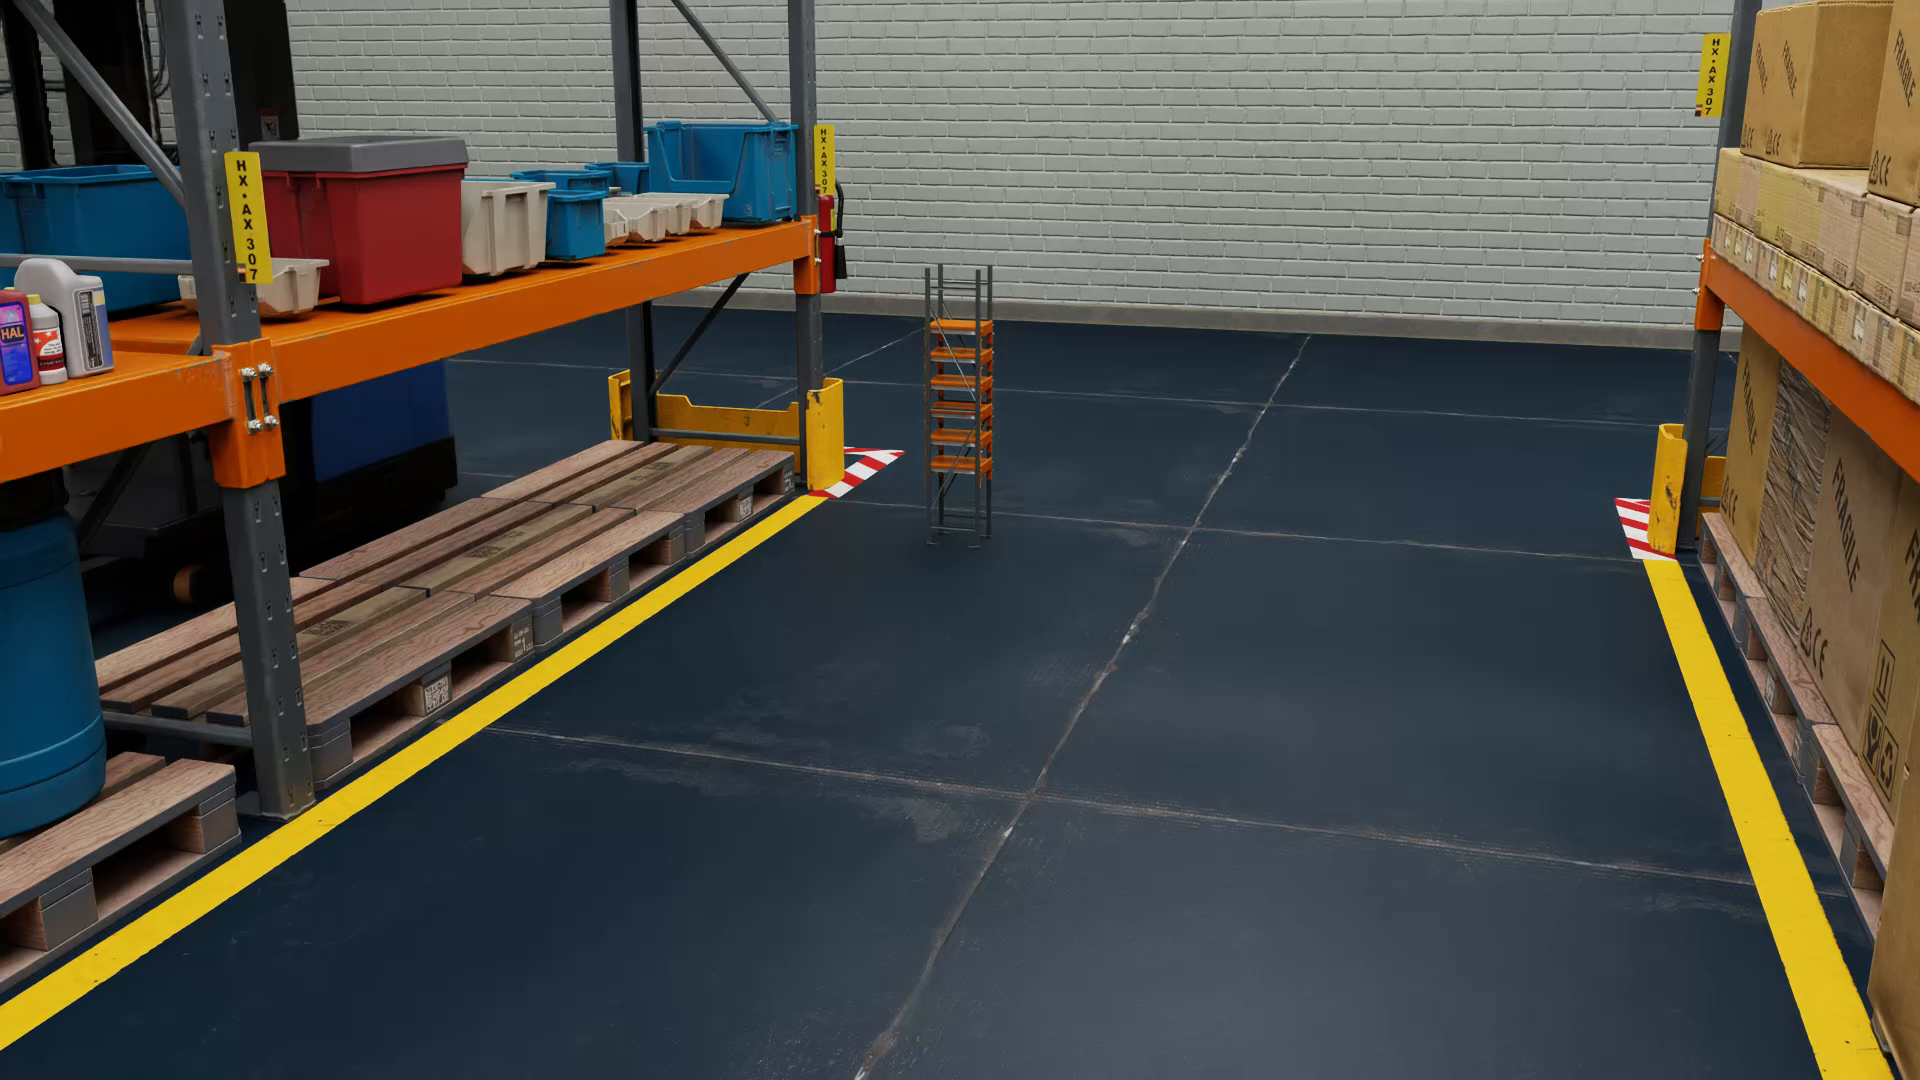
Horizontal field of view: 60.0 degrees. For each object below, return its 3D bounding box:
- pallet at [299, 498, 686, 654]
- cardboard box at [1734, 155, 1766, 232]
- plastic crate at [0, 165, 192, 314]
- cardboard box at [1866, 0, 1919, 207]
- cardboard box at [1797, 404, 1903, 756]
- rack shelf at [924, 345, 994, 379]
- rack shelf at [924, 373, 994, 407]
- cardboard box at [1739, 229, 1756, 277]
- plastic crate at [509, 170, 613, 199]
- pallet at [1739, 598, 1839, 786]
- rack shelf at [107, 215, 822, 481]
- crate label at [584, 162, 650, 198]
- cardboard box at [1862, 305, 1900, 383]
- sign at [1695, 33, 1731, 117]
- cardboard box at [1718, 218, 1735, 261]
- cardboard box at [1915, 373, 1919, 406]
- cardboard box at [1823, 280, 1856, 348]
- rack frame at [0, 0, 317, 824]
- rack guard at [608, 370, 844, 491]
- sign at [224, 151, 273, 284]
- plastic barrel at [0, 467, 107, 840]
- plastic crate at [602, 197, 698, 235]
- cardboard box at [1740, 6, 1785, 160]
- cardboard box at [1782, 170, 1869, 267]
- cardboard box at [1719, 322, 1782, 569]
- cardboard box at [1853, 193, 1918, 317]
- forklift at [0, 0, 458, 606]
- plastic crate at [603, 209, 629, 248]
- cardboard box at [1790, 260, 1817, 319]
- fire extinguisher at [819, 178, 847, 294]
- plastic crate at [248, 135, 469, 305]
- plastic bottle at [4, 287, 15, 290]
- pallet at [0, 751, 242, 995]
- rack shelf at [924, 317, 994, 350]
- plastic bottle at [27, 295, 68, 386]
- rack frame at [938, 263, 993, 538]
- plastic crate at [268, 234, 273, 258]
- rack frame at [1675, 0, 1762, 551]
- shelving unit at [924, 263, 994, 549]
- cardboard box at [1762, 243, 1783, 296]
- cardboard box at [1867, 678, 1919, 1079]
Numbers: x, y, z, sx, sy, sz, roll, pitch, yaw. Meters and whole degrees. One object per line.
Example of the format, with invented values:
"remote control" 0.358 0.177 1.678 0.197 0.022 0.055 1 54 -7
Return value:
"pallet" -1.794 0.109 6.559 1.003 0.211 1.213 5 16 16
"cardboard box" 3.038 -1.209 5.826 0.500 0.250 0.500 4 16 15
"plastic crate" -2.505 -0.887 4.879 0.392 0.384 0.575 5 16 16
"cardboard box" 2.458 -1.037 3.843 0.500 0.500 0.500 5 17 16
"cardboard box" 2.958 0.085 4.657 0.875 0.875 0.875 5 16 16
"rack shelf" -0.004 -0.762 7.099 0.258 0.103 0.180 5 16 16
"rack shelf" -0.004 -0.646 7.132 0.258 0.103 0.180 5 16 16
"cardboard box" 2.940 -0.989 5.779 0.380 0.149 0.250 4 16 15
"plastic crate" -1.747 -1.501 7.320 0.416 0.233 0.300 5 16 16
"pallet" 3.074 0.495 5.196 1.003 0.211 1.213 5 16 16
"rack shelf" -1.743 -0.894 6.304 1.077 0.370 4.000 5 16 16
"crate label" -1.560 -1.673 7.928 0.416 0.233 0.303 5 16 16
"cardboard box" 2.356 -0.452 3.886 0.380 0.149 0.250 4 16 15
"sign" 3.044 -1.879 6.725 0.100 0.325 0.005 5 16 16
"cardboard box" 3.086 -1.124 6.256 0.380 0.149 0.250 4 16 15
"cardboard box" 2.210 -0.317 3.412 0.380 0.149 0.250 5 17 16
"cardboard box" 2.502 -0.587 4.361 0.380 0.149 0.250 5 17 17
"rack frame" -2.311 -0.717 4.361 1.000 3.000 0.127 5 16 16
"rack guard" -1.180 -0.568 8.417 1.175 0.500 0.348 5 16 16
"sign" -1.784 -0.807 4.171 0.100 0.325 0.005 5 16 16
"plastic barrel" -2.482 0.231 4.093 0.600 0.901 0.708 5 16 16
"plastic crate" -1.329 -1.364 7.013 0.396 0.136 0.243 5 16 16
"cardboard box" 3.037 -1.576 5.744 0.500 0.500 0.500 4 16 15
"cardboard box" 2.748 -0.941 4.881 0.500 0.250 0.500 4 16 15
"cardboard box" 3.469 -0.386 6.317 0.875 0.875 0.875 5 16 16
"cardboard box" 2.456 -0.676 3.944 0.500 0.250 0.500 5 17 18
"forklift" -3.344 -1.274 6.449 1.130 2.935 3.031 5 17 17
"plastic crate" -1.451 -1.210 6.472 0.298 0.136 0.250 5 16 16
"cardboard box" 2.649 -0.720 4.832 0.380 0.149 0.250 5 17 17
"fire extinguisher" -0.696 -1.551 8.127 0.296 0.674 0.183 5 16 16
"plastic crate" -1.817 -0.991 5.099 0.402 0.464 0.583 5 16 16
"plastic bottle" -2.238 -0.498 3.953 0.097 0.201 0.097 0 16 0
"pallet" -2.570 0.823 4.041 1.003 0.211 1.213 5 16 16
"rack shelf" -0.004 -0.877 7.066 0.258 0.103 0.180 5 16 16
"plastic bottle" -2.120 -0.461 3.822 0.097 0.201 0.097 0 16 0
"rack frame" 0.022 -0.597 7.237 0.240 1.200 0.006 5 16 16
"plastic crate" -2.250 -0.927 5.496 0.437 0.125 0.590 5 16 16
"rack frame" 3.575 -1.380 6.696 1.000 3.000 0.127 5 16 16
"shelving unit" -0.004 -0.573 7.152 0.258 1.200 0.189 5 16 16
"cardboard box" 2.794 -0.855 5.307 0.380 0.149 0.250 4 16 15
"cardboard box" 2.275 0.656 2.644 1.225 0.875 0.875 5 16 16
